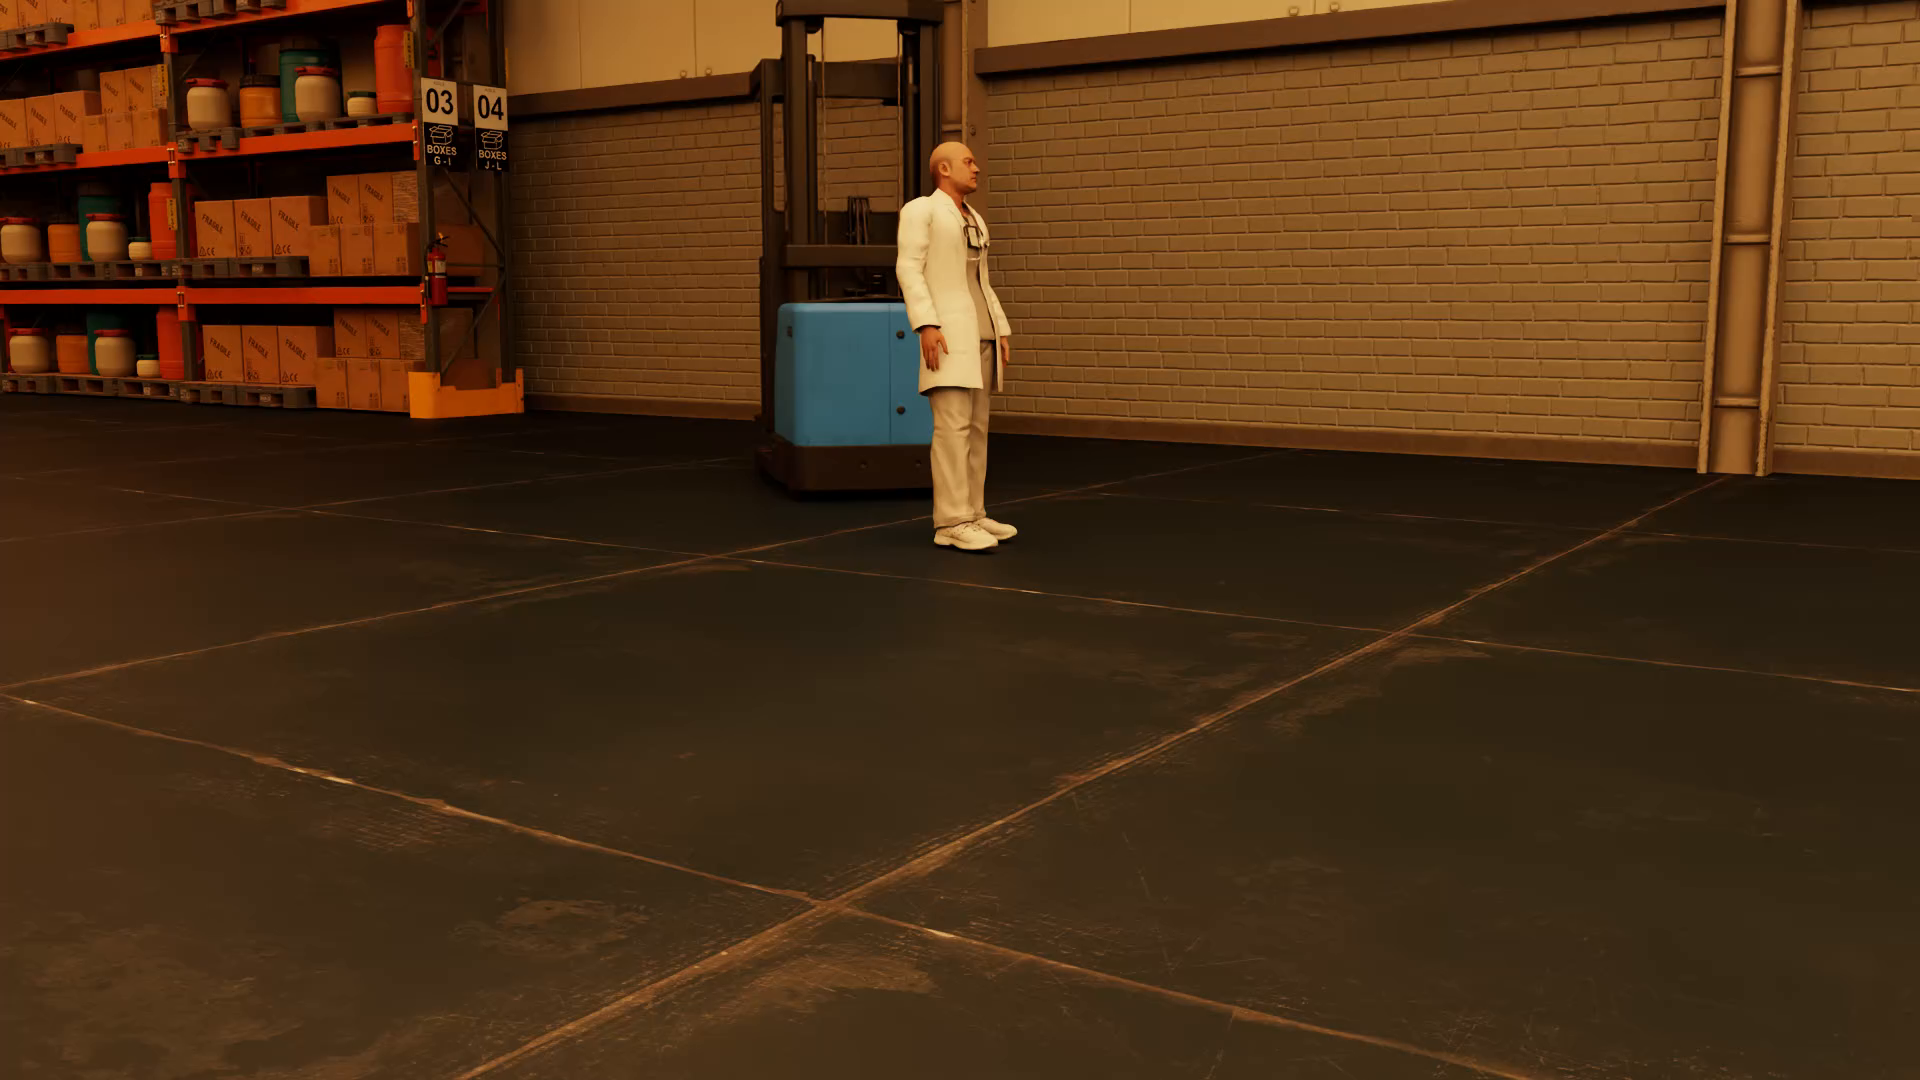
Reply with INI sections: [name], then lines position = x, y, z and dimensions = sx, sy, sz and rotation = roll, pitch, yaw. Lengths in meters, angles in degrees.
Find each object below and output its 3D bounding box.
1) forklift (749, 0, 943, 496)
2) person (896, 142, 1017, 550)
[forklift]
position = -0.704, -1.865, 10.308
dimensions = 1.130, 2.935, 3.031
rotation = -2, 8, -12
[person]
position = 0.074, -0.879, 7.424
dimensions = 0.578, 1.778, 0.696
rotation = 5, 10, 34
